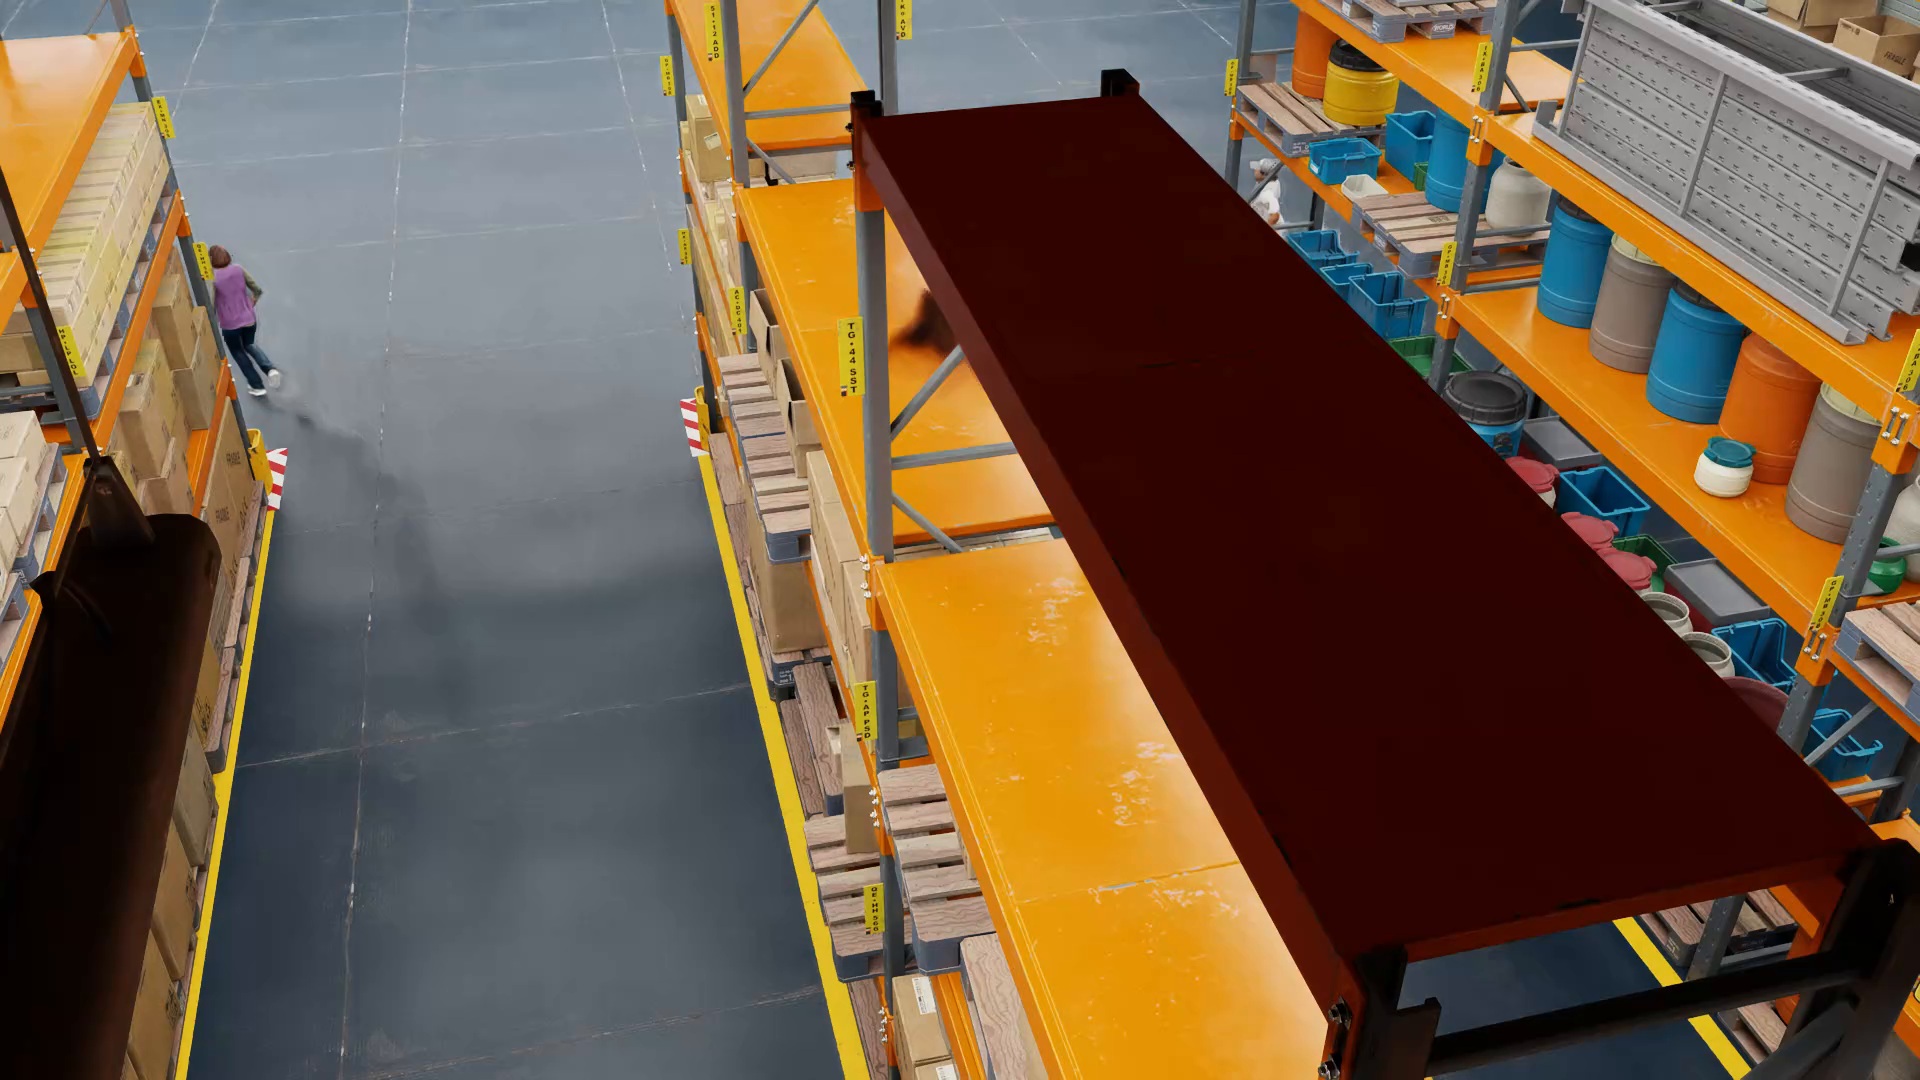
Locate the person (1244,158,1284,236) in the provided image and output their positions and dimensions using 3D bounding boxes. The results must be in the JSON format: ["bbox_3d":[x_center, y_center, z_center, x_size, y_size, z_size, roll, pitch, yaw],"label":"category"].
[{"bbox_3d":[3.172,-3.145,17.230,0.855,1.682,0.615,15,37,21],"label":"person"}]

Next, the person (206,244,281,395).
[{"bbox_3d":[-6.803,-2.039,15.703,0.539,1.574,0.557,26,42,32],"label":"person"}]
